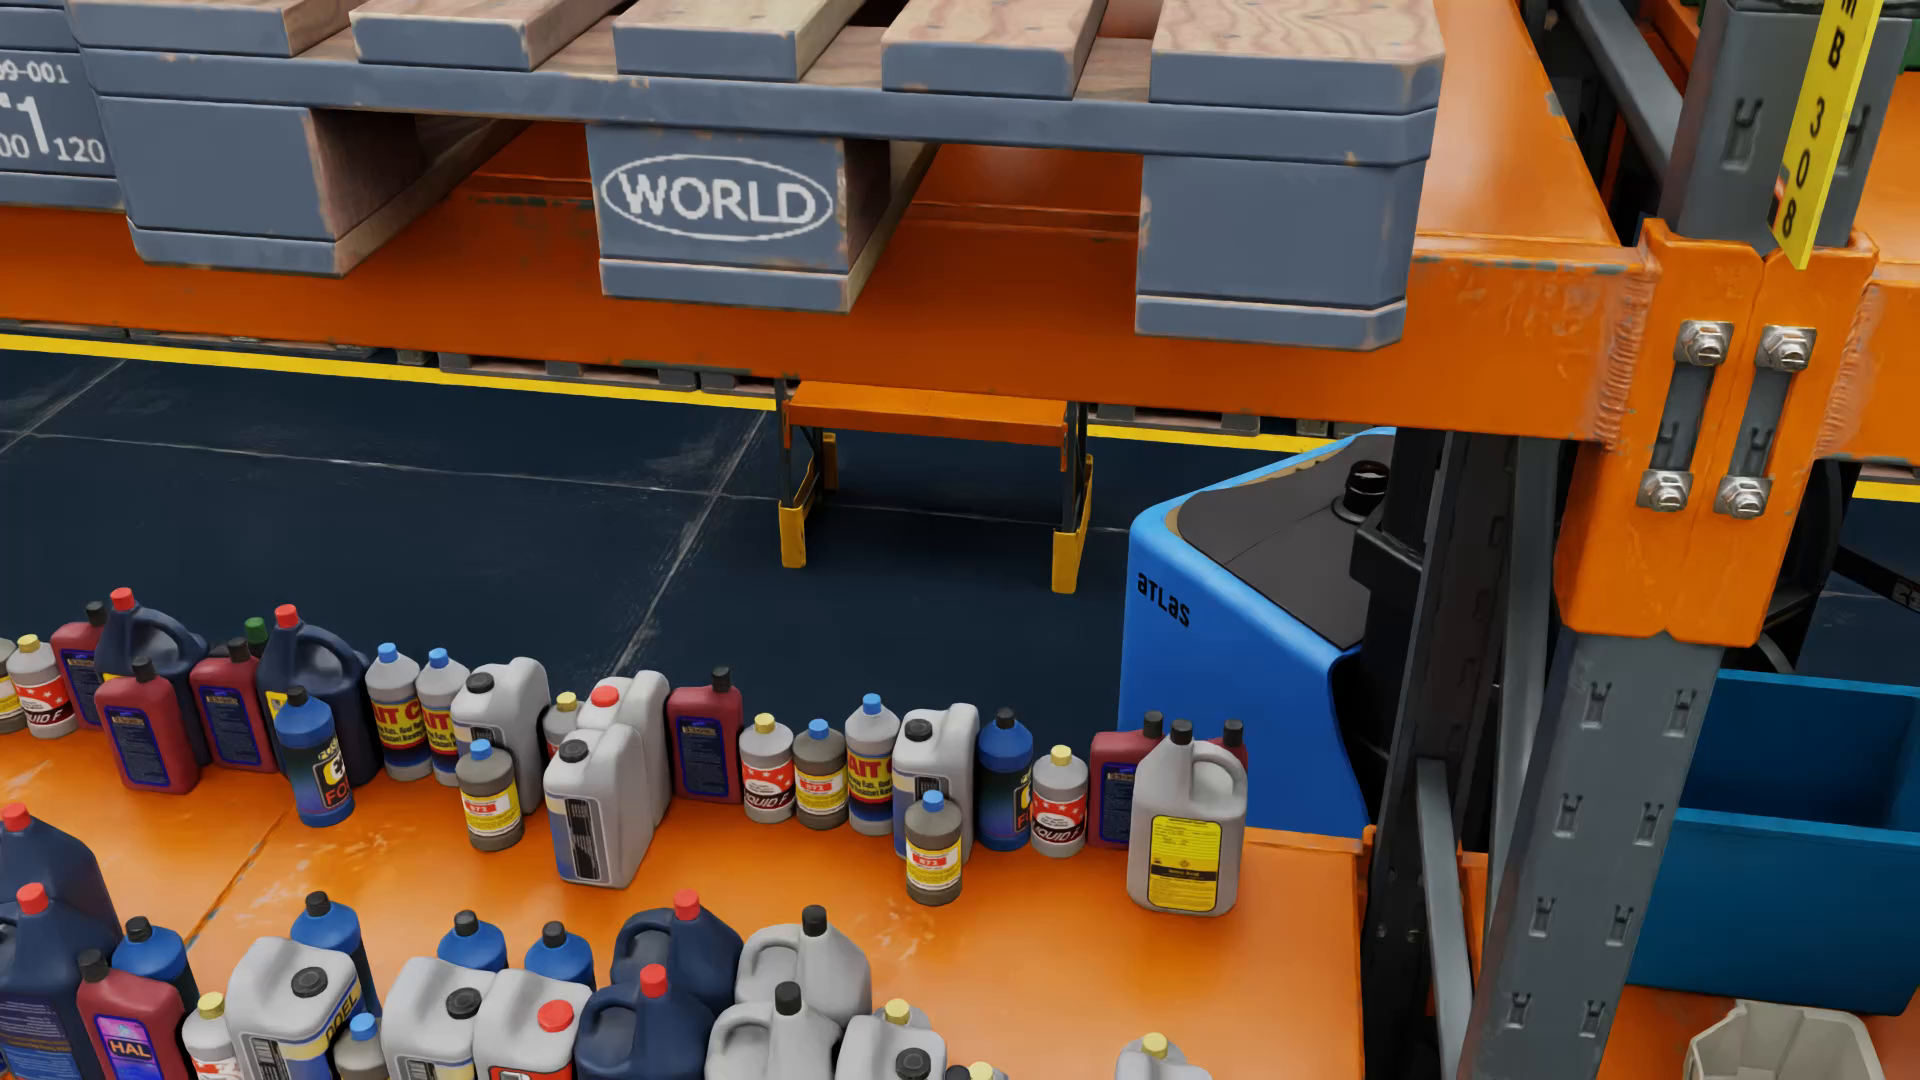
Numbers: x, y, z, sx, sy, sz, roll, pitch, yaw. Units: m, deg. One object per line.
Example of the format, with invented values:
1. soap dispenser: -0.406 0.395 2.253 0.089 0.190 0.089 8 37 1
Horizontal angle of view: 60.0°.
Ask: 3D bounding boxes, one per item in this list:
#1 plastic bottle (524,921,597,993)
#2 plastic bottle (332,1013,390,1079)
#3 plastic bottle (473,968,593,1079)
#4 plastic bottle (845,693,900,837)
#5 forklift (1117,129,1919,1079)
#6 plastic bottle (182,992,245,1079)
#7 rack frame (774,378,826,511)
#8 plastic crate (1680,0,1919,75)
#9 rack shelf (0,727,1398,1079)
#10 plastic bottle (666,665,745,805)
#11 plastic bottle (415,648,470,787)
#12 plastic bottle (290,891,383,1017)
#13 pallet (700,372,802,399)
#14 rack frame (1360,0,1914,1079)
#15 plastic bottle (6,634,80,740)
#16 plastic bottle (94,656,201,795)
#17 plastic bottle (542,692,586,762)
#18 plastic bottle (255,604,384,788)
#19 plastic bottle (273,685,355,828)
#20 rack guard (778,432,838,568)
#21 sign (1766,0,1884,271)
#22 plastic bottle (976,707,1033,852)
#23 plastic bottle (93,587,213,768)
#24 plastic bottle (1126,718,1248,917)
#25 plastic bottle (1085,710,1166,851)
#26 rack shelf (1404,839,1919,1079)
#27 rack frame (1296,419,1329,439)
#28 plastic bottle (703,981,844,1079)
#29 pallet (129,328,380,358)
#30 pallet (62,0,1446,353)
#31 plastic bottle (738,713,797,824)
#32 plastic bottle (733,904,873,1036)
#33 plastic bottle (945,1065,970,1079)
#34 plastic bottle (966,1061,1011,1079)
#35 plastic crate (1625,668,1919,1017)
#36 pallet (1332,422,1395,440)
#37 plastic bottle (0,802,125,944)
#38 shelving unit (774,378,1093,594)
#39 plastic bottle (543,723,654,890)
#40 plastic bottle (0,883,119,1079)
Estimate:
1. plastic bottle: -0.586 0.674 2.467 0.097 0.271 0.097 0 32 0
2. plastic bottle: -0.840 0.763 2.391 0.097 0.201 0.097 0 32 0
3. plastic bottle: -0.589 0.739 2.359 0.135 0.276 0.152 5 32 8
4. plastic bottle: -0.151 0.387 2.926 0.097 0.271 0.097 0 32 0
5. forklift: 1.648 0.115 3.303 1.130 2.935 3.031 -19 37 -27
6. plastic bottle: -1.069 0.742 2.424 0.097 0.201 0.097 0 32 0
7. rack frame: -0.585 -0.689 5.937 0.032 1.500 0.500 5 32 8
8. plastic crate: 1.180 -0.671 1.868 0.662 0.188 0.450 5 32 8
9. rack shelf: -1.260 0.757 2.892 4.000 0.370 1.077 5 32 8
10. plastic bottle: -0.454 0.345 2.982 0.133 0.283 0.061 5 32 8
11. plastic bottle: -0.932 0.316 3.038 0.097 0.271 0.097 0 32 0
12. plastic bottle: -0.948 0.642 2.519 0.097 0.271 0.097 0 32 0
13. pallet: -0.466 -0.938 7.550 1.213 0.211 1.003 5 32 8
14. rack frame: 0.711 0.631 2.415 0.127 3.000 1.000 5 32 8
15. plastic bottle: -1.751 0.272 3.176 0.097 0.201 0.097 0 32 0
16. plastic bottle: -1.477 0.330 3.006 0.133 0.283 0.061 5 32 8
17. plastic bottle: -0.703 0.367 3.024 0.097 0.201 0.097 0 32 0
18. plastic bottle: -1.171 0.274 3.032 0.185 0.351 0.144 5 32 8
19. plastic bottle: -1.148 0.375 2.946 0.097 0.271 0.097 0 32 0
20. rack guard: -0.566 -0.157 6.266 0.087 0.250 0.587 5 32 8
21. sign: 0.617 -0.357 1.158 0.005 0.325 0.100 5 32 8
22. plastic bottle: 0.077 0.408 2.892 0.097 0.271 0.097 0 32 0
23. plastic bottle: -1.485 0.245 3.077 0.185 0.351 0.144 5 32 8
24. plastic bottle: 0.379 0.447 2.755 0.185 0.351 0.144 5 32 8
25. plastic bottle: 0.290 0.412 2.874 0.133 0.283 0.061 5 32 8
26. rack shelf: 2.683 1.114 2.321 4.000 0.370 1.077 5 32 8
27. rack frame: 1.548 -1.960 6.554 0.127 3.000 1.000 5 32 8
28. plastic bottle: -0.250 0.741 2.286 0.185 0.351 0.144 5 32 8
29. pallet: -3.200 -1.229 8.014 1.213 0.211 1.003 5 32 8
30. pallet: -0.078 -0.580 1.700 1.003 0.211 1.213 5 32 8
31. plastic bottle: -0.343 0.399 2.972 0.097 0.201 0.097 0 32 0
32. plastic bottle: -0.226 0.665 2.407 0.185 0.351 0.144 5 32 8
33. plastic bottle: 0.033 0.817 2.227 0.133 0.283 0.061 5 32 8
34. plastic bottle: 0.028 0.809 2.318 0.097 0.201 0.097 0 32 0
35. plastic crate: 1.229 0.475 2.622 0.575 0.384 0.392 5 32 8
36. pallet: 2.225 -0.716 7.195 1.213 0.211 1.003 5 32 8
37. plastic bottle: -1.443 0.551 2.590 0.185 0.351 0.144 5 32 8
38. shelving unit: -0.075 -0.643 5.863 1.083 1.500 0.587 5 32 8
39. plastic bottle: -0.619 0.439 2.838 0.135 0.276 0.152 5 32 8
40. plastic bottle: -1.336 0.642 2.443 0.185 0.351 0.144 5 32 8
